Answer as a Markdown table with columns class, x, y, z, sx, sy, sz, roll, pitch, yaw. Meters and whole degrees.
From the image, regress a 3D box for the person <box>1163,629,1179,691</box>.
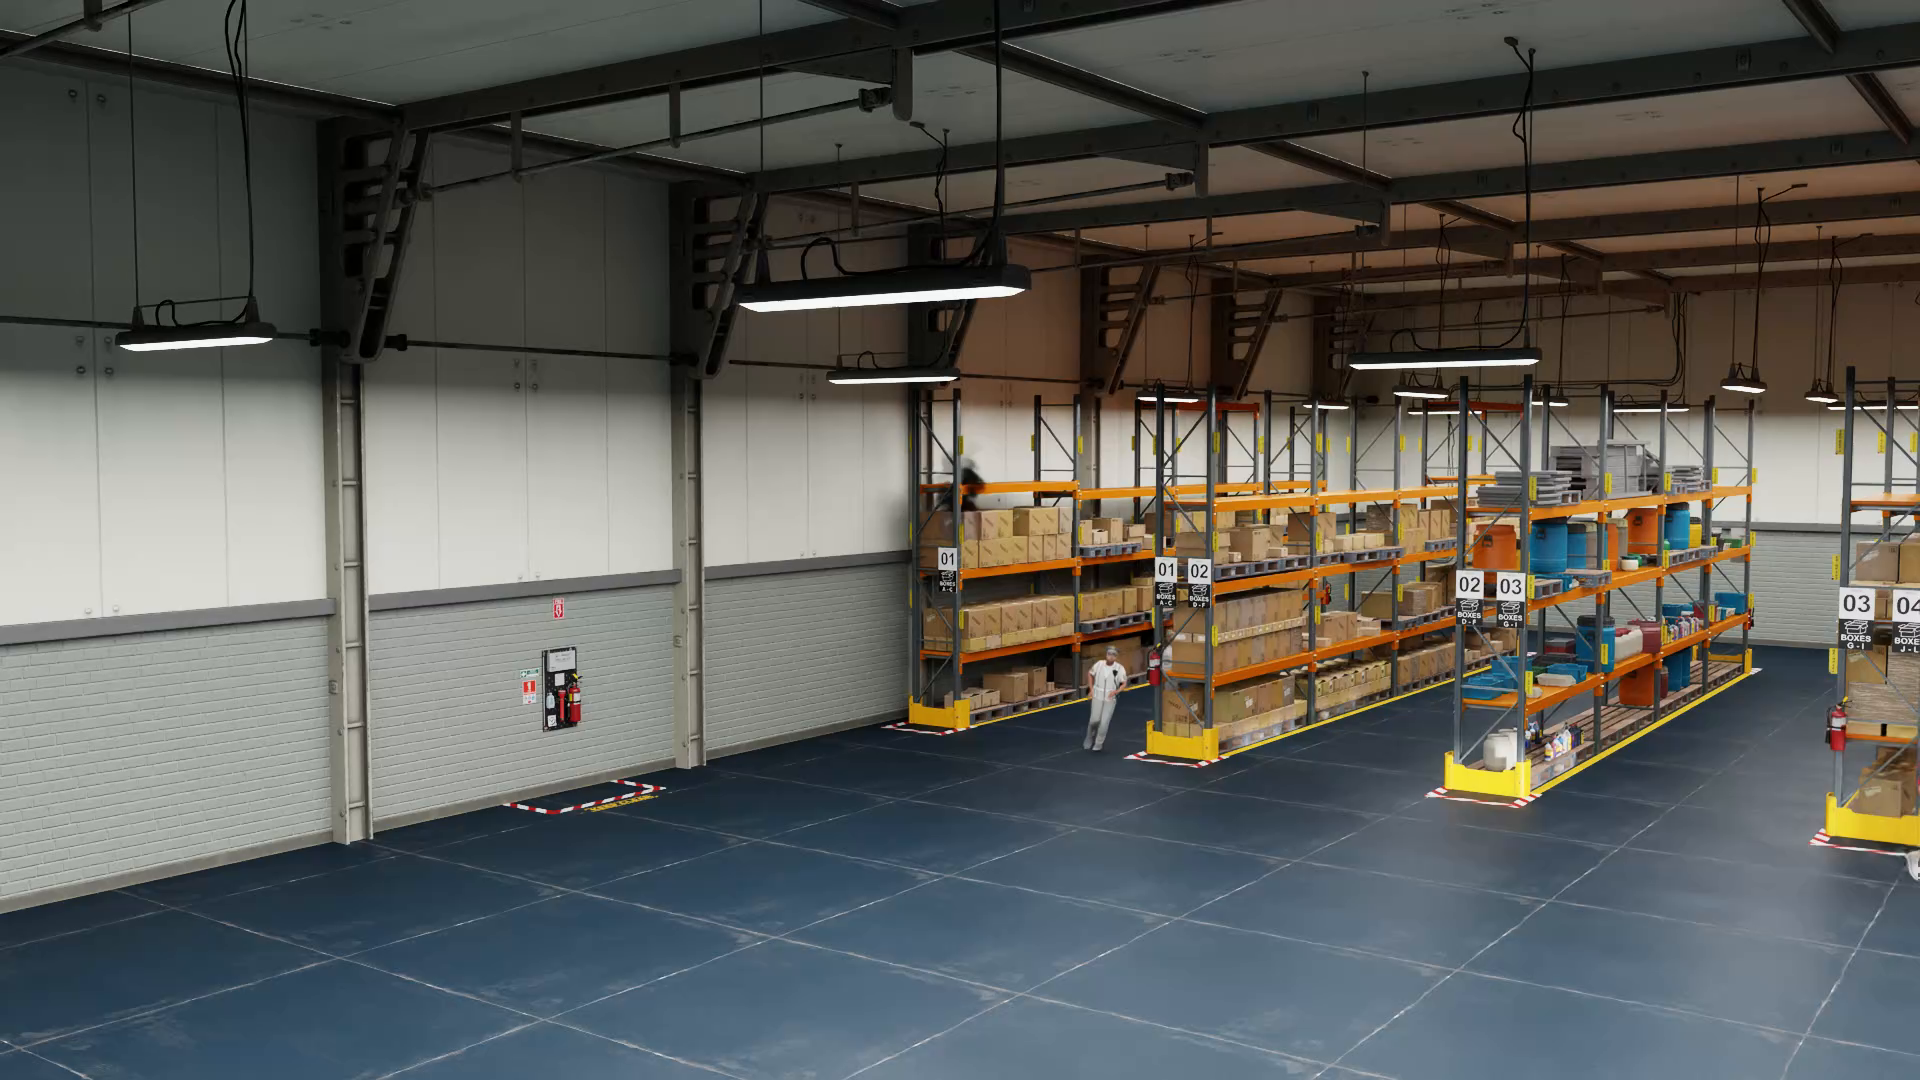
| class | x | y | z | sx | sy | sz | roll | pitch | yaw |
| --- | --- | --- | --- | --- | --- | --- | --- | --- | --- |
| person | 3.833 | 2.444 | 30.253 | 0.589 | 1.653 | 0.528 | 2 | 4 | 34 |

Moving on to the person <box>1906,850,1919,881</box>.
| class | x | y | z | sx | sy | sz | roll | pitch | yaw |
| --- | --- | --- | --- | --- | --- | --- | --- | --- | --- |
| person | 11.057 | 3.110 | 18.632 | 0.661 | 1.699 | 0.662 | -1 | 3 | -16 |

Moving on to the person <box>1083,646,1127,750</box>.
| class | x | y | z | sx | sy | sz | roll | pitch | yaw |
| --- | --- | --- | --- | --- | --- | --- | --- | --- | --- |
| person | 2.371 | 2.588 | 27.176 | 0.708 | 1.731 | 0.579 | 0 | 3 | 7 |
